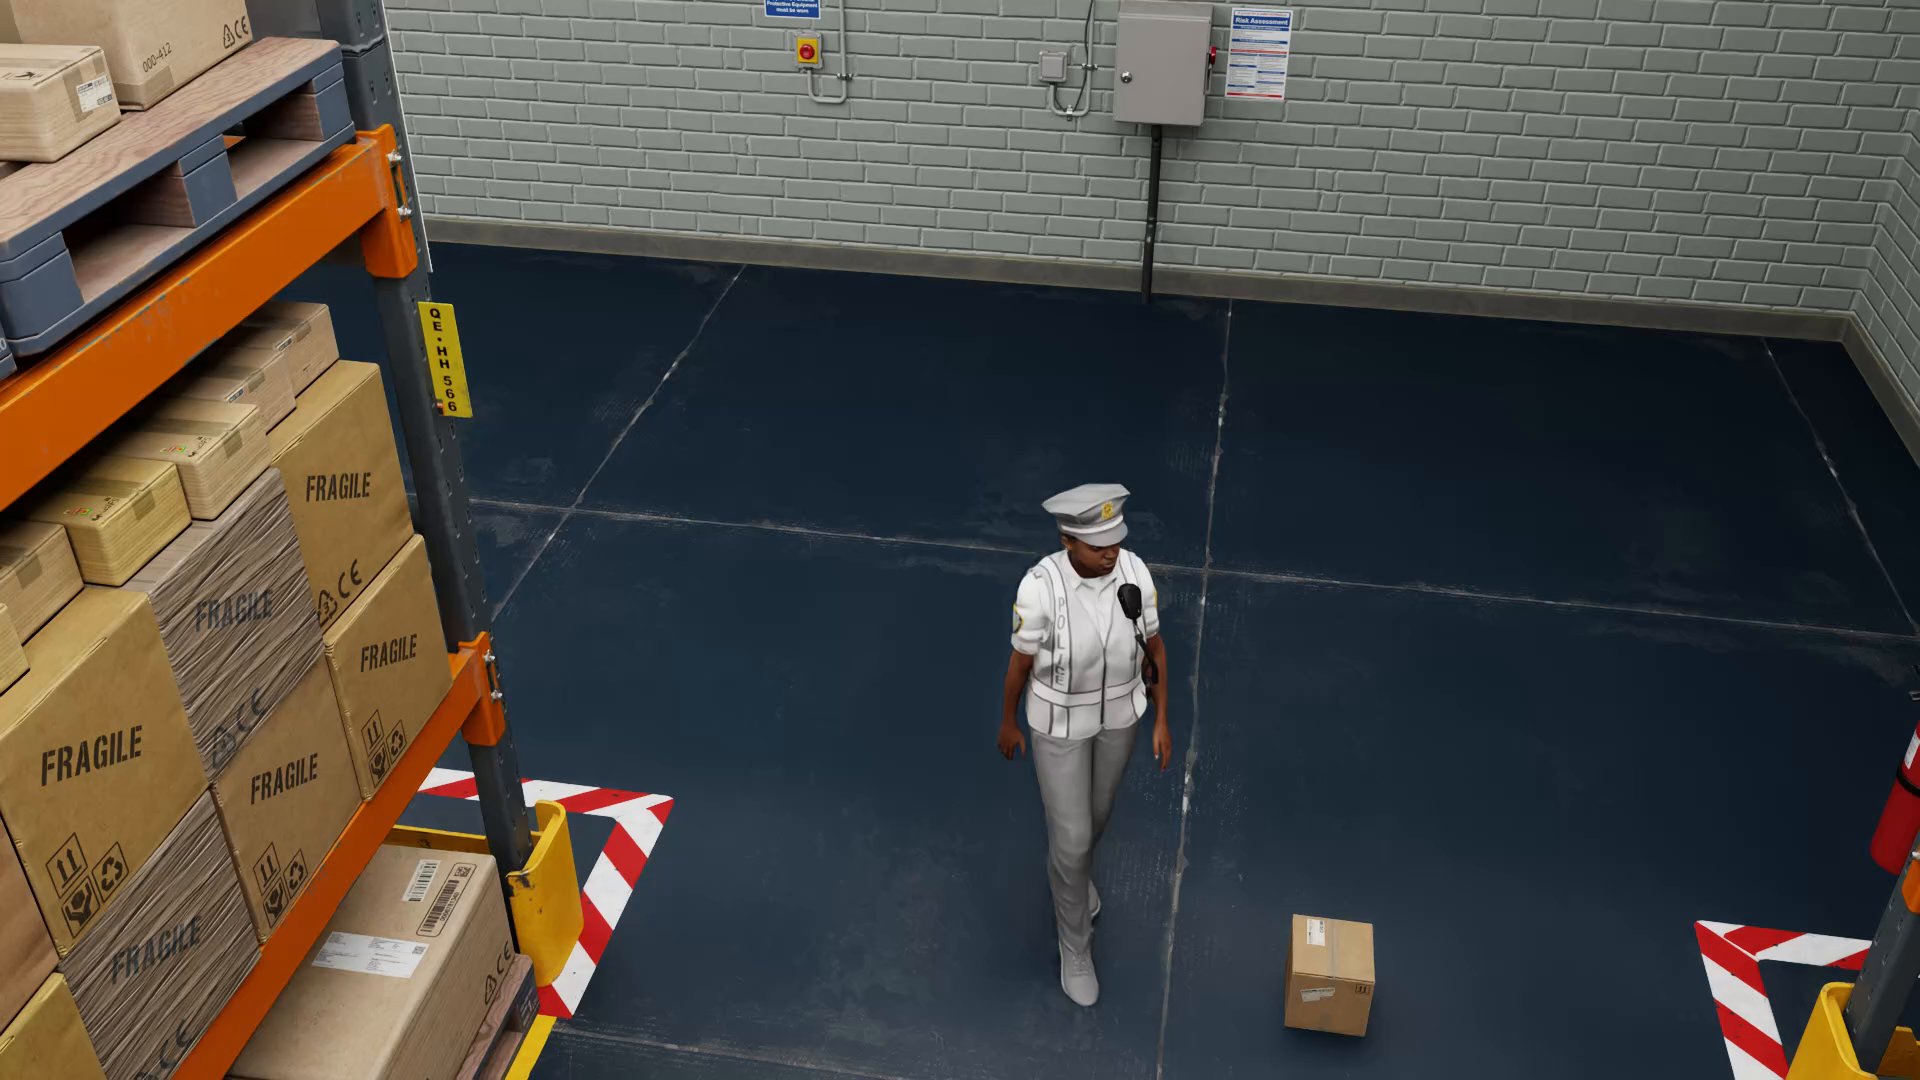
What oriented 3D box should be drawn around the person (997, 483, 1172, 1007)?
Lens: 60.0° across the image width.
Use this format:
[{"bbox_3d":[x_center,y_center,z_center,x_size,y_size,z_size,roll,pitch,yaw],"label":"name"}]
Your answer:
[{"bbox_3d":[0.426,0.622,5.168,0.505,1.718,0.610,-12,34,-18],"label":"person"}]
